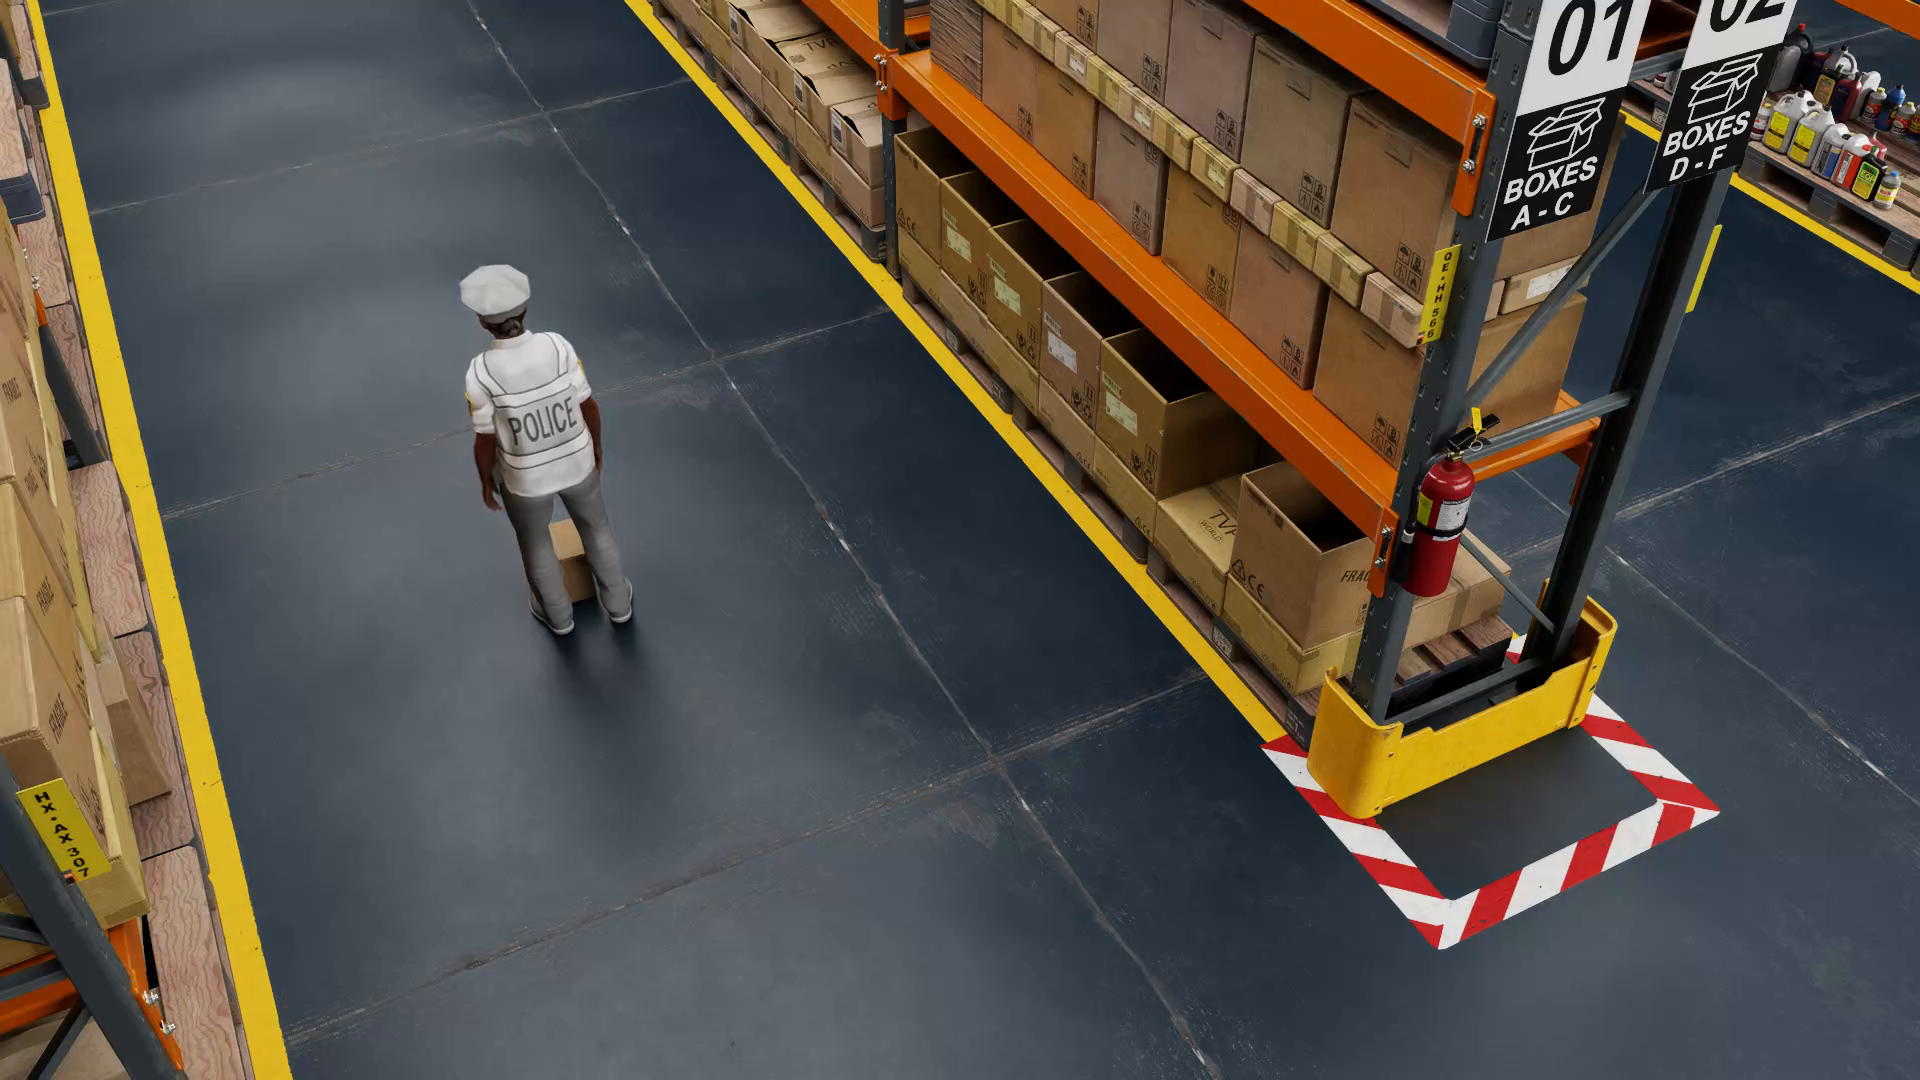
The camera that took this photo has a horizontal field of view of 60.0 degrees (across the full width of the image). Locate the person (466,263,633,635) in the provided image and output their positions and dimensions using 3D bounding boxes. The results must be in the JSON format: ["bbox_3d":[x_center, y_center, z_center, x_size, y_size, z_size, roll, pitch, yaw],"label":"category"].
[{"bbox_3d":[-1.608,-0.295,6.492,0.507,1.660,0.415,-19,45,-20],"label":"person"}]
